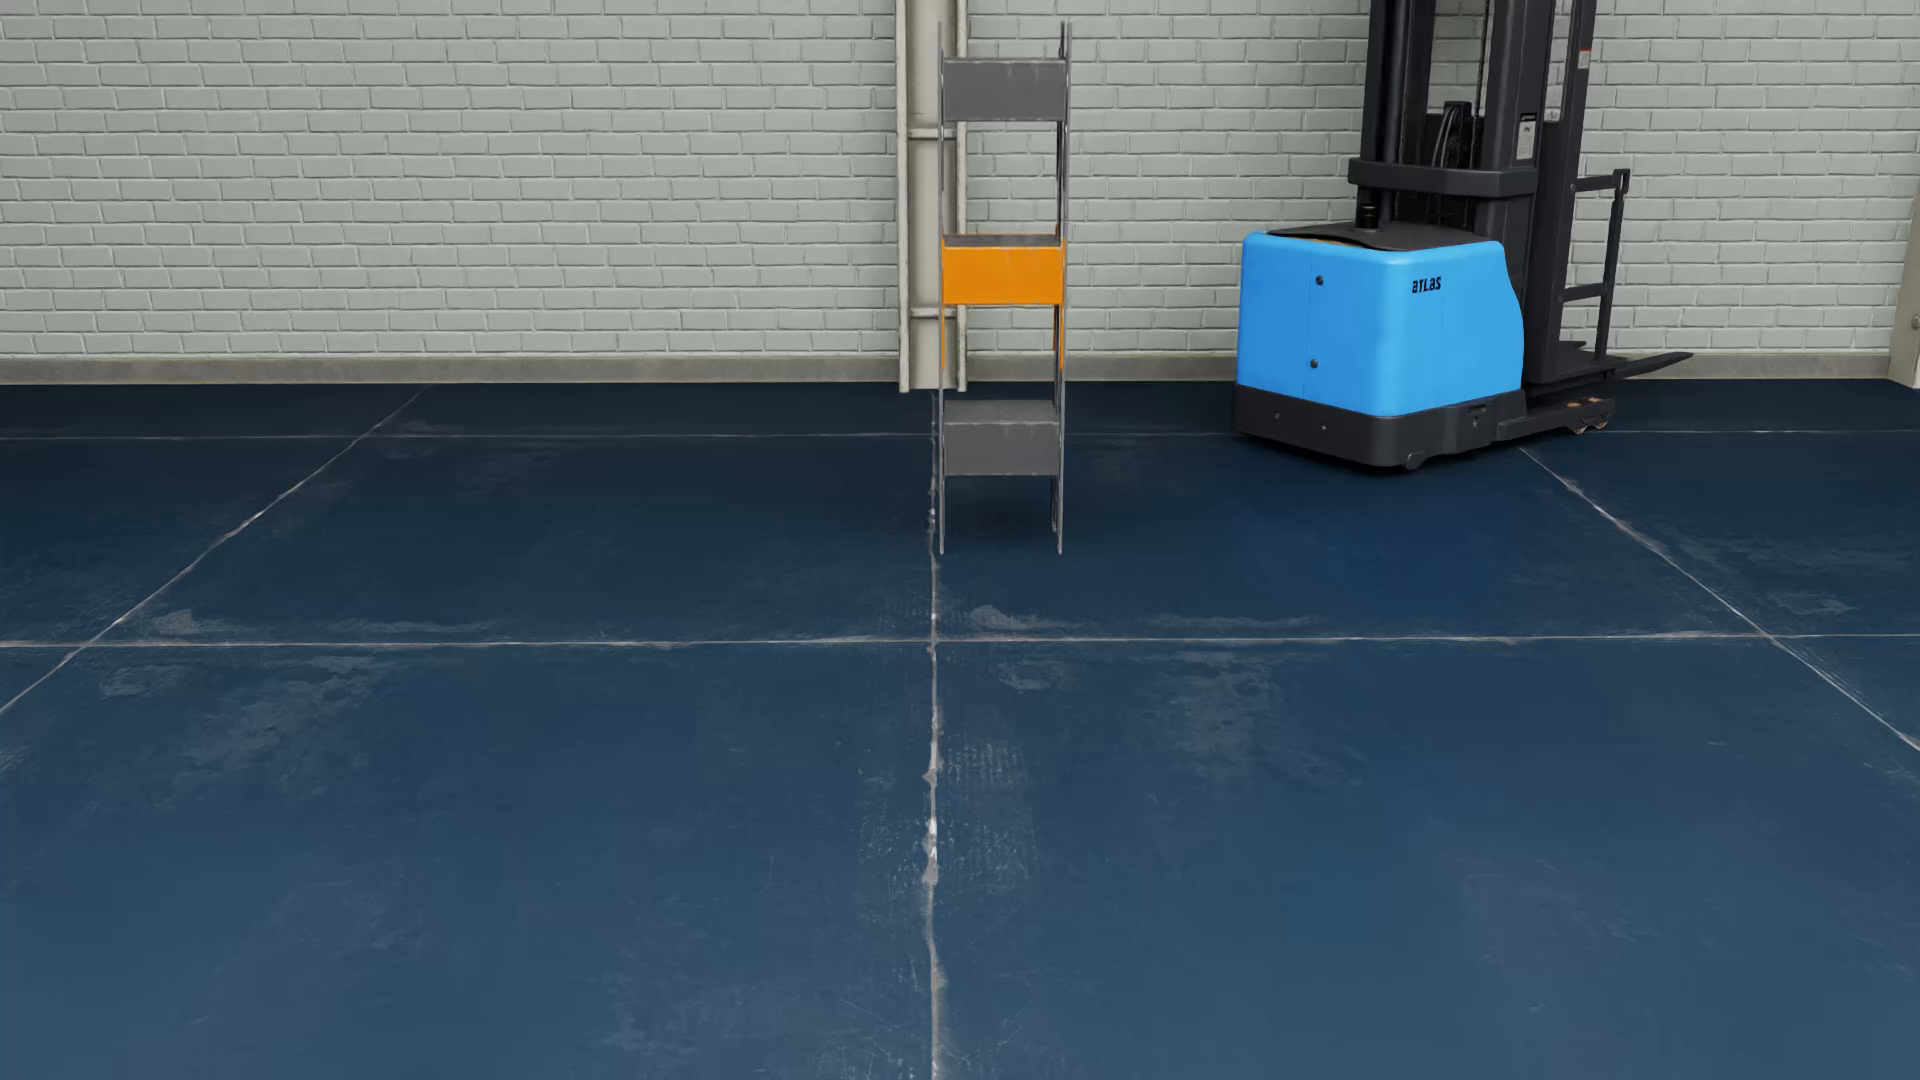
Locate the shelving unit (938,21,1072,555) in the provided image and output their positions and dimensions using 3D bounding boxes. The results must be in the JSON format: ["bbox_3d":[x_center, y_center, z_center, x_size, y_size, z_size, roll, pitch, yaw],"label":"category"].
[{"bbox_3d":[0.166,-1.001,6.729,0.503,2.100,0.431,0,18,-1],"label":"shelving unit"}]

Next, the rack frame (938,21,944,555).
[{"bbox_3d":[-0.078,-0.999,6.726,0.015,2.100,0.400,0,18,-1],"label":"rack frame"}]

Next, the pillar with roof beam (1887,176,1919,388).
[{"bbox_3d":[5.907,-3.918,4.528,0.400,9.000,9.100,0,18,-1],"label":"pillar with roof beam"}]

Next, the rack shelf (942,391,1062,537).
[{"bbox_3d":[0.166,-0.321,6.947,0.480,0.518,0.431,0,18,-1],"label":"rack shelf"}]

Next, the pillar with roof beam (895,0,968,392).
[{"bbox_3d":[-0.092,-3.889,4.437,0.400,9.000,9.100,0,18,-1],"label":"pillar with roof beam"}]

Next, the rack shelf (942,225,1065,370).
[{"bbox_3d":[0.166,-0.988,6.733,0.480,0.518,0.431,0,18,-1],"label":"rack shelf"}]

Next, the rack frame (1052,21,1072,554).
[{"bbox_3d":[0.409,-1.002,6.733,0.015,2.100,0.400,0,18,-1],"label":"rack frame"}]

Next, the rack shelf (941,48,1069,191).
[{"bbox_3d":[0.166,-1.654,6.520,0.480,0.518,0.431,0,18,-1],"label":"rack shelf"}]

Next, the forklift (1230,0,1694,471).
[{"bbox_3d":[2.881,-2.070,8.703,3.031,2.935,1.130,-13,22,-35],"label":"forklift"}]
